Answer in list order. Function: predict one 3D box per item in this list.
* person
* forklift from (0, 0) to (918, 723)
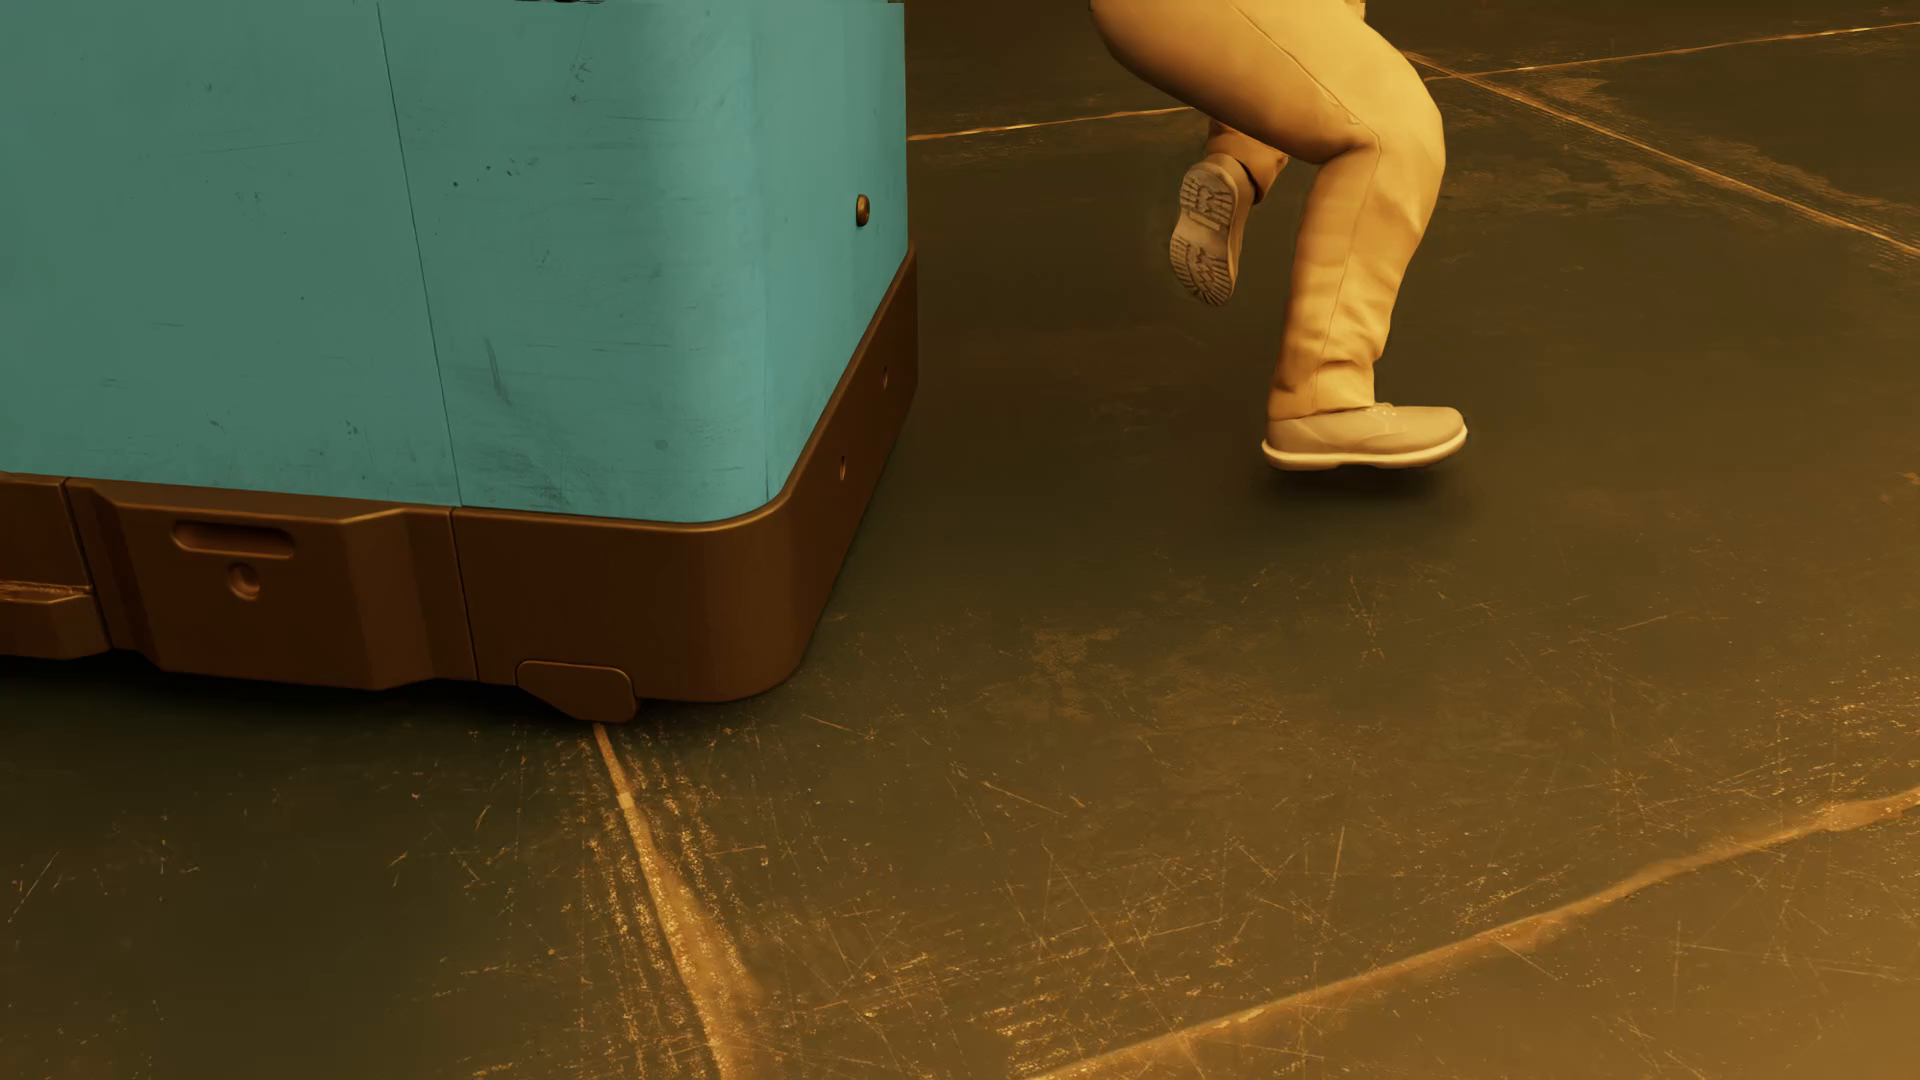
[{"bbox_3d":[0.597,-0.962,2.601,0.798,1.477,0.883,-2,30,-3],"label":"person"},{"bbox_3d":[-1.633,-1.377,1.957,3.031,2.935,1.130,4,30,8],"label":"forklift"}]
